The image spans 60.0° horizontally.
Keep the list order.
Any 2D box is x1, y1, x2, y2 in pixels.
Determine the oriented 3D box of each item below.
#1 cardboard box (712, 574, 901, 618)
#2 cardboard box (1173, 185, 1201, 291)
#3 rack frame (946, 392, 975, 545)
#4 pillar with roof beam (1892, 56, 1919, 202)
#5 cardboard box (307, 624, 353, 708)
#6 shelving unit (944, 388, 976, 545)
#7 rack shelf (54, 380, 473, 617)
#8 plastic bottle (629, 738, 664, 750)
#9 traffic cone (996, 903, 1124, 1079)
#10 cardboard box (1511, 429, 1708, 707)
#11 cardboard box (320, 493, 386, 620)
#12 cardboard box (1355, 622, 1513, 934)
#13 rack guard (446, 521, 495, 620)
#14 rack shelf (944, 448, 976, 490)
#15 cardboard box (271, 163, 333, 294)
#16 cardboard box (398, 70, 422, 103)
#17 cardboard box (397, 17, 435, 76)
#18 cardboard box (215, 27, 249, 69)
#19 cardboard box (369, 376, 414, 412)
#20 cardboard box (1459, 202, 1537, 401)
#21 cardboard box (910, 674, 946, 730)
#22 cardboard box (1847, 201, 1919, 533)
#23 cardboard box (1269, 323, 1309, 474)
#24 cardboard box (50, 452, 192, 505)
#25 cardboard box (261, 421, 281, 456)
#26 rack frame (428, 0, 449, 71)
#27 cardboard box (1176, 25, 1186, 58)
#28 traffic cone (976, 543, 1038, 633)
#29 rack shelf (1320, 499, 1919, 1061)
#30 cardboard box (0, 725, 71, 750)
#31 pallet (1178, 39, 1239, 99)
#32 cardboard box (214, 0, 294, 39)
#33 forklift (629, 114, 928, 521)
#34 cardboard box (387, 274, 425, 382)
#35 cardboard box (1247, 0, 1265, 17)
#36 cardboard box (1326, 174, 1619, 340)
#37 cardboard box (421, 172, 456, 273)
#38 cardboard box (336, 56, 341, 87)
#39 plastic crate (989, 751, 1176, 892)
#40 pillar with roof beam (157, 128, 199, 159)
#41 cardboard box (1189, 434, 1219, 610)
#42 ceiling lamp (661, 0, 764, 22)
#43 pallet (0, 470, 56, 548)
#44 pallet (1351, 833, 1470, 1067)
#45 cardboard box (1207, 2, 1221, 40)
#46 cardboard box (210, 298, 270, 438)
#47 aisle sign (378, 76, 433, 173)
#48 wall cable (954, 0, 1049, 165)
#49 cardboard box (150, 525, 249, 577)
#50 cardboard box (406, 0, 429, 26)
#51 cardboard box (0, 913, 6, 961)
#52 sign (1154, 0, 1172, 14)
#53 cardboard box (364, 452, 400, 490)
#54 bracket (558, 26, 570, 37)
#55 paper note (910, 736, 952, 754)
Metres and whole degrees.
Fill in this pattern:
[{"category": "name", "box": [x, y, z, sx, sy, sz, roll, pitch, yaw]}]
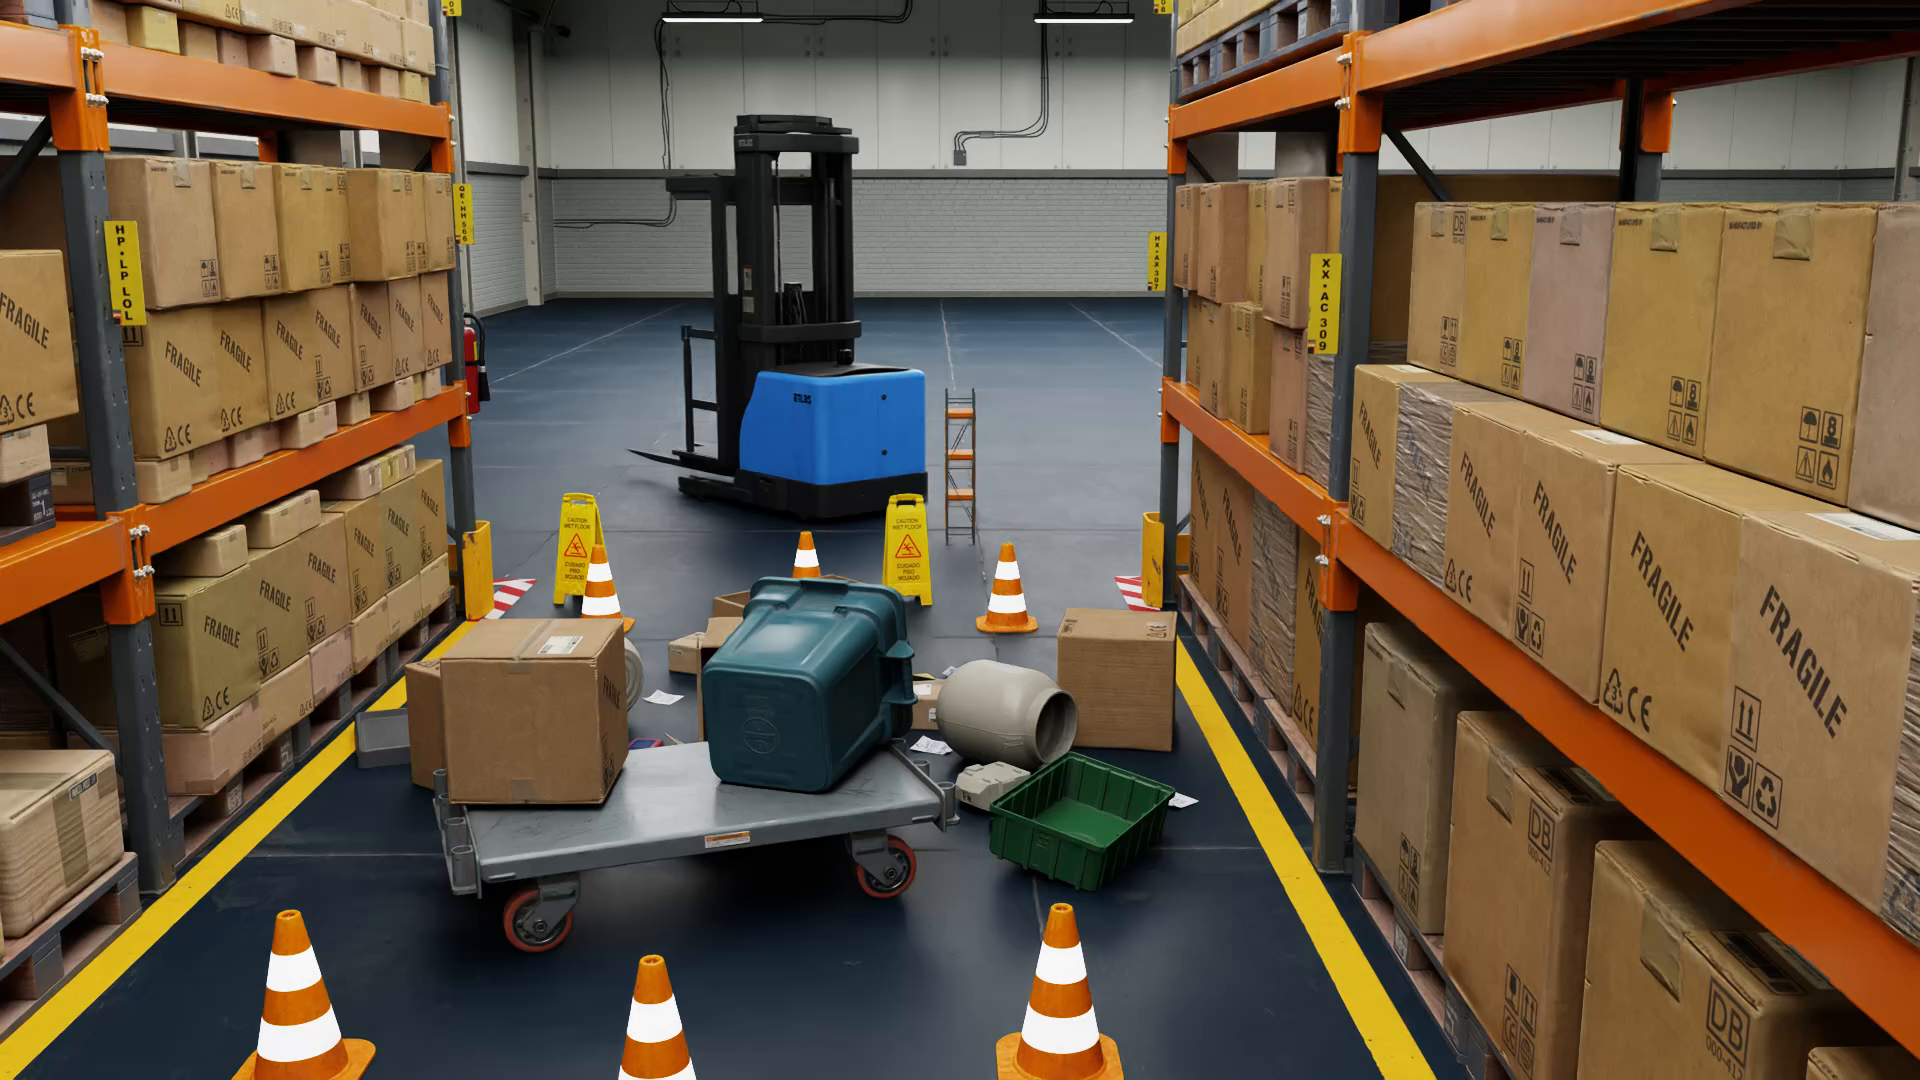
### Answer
[{"category": "cardboard box", "box": [-0.712, 0.494, 7.860, 0.797, 0.503, 0.637, -10, 15, -40]}, {"category": "cardboard box", "box": [1.636, -1.638, 8.995, 0.875, 0.550, 0.550, 0, 11, -1]}, {"category": "rack frame", "box": [0.004, -0.480, 11.283, 0.200, 1.050, 0.008, 0, 11, -1]}, {"category": "pillar with roof beam", "box": [17.441, -9.921, 37.826, 9.100, 9.000, 0.548, 0, 11, -1]}, {"category": "cardboard box", "box": [-2.975, 0.538, 7.220, 0.500, 0.250, 0.500, 0, 11, -2]}, {"category": "shelving unit", "box": [0.001, -0.504, 11.402, 0.215, 1.050, 0.252, 0, 11, -1]}, {"category": "rack shelf", "box": [-3.238, -0.318, 7.394, 1.077, 0.370, 4.000, 0, 11, -1]}, {"category": "plastic bottle", "box": [-1.348, 0.902, 6.957, 0.133, 0.061, 0.283, 2, 12, 9]}, {"category": "traffic cone", "box": [0.268, 1.202, 4.470, 0.336, 0.463, 0.334, 0, 11, -1]}, {"category": "cardboard box", "box": [1.521, 0.043, 3.549, 0.500, 0.500, 0.500, 0, 11, 0]}, {"category": "cardboard box", "box": [-2.985, 0.068, 7.653, 0.500, 0.500, 0.500, -1, 11, -2]}, {"category": "cardboard box", "box": [1.853, 0.706, 5.137, 1.050, 0.750, 0.750, 0, 11, -1]}, {"category": "rack guard", "box": [-3.278, 0.172, 9.456, 1.175, 0.500, 0.348, 0, 11, -1]}, {"category": "rack shelf", "box": [0.001, -0.494, 11.404, 0.215, 0.259, 0.240, 0, 11, -1]}, {"category": "cardboard box", "box": [-2.961, -1.248, 6.653, 0.700, 0.500, 0.500, 0, 11, -2]}, {"category": "cardboard box", "box": [-2.954, -2.296, 8.422, 0.380, 0.149, 0.250, 0, 11, -1]}, {"category": "cardboard box", "box": [-2.999, -2.510, 8.473, 0.500, 0.250, 0.500, 0, 11, -2]}, {"category": "cardboard box", "box": [-2.983, -1.888, 6.406, 0.380, 0.149, 0.250, -1, 11, -3]}, {"category": "cardboard box", "box": [-2.922, -0.720, 8.196, 0.380, 0.149, 0.250, 0, 11, 0]}, {"category": "cardboard box", "box": [1.779, -0.652, 4.462, 0.700, 0.500, 0.500, 0, 11, -2]}, {"category": "cardboard box", "box": [-0.127, 0.692, 7.481, 0.396, 0.266, 0.258, 2, 12, 9]}, {"category": "cardboard box", "box": [1.822, -0.248, 2.469, 0.700, 0.500, 0.500, 0, 11, -2]}, {"category": "cardboard box", "box": [1.697, -0.570, 6.447, 0.875, 0.550, 0.550, 0, 11, -1]}, {"category": "cardboard box", "box": [-2.883, -0.214, 5.703, 0.380, 0.149, 0.250, 0, 11, -1]}, {"category": "cardboard box", "box": [-2.983, -0.419, 6.713, 0.380, 0.149, 0.250, 0, 11, -1]}, {"category": "rack frame", "box": [-3.279, -4.009, 8.686, 1.000, 3.000, 0.127, 0, 11, -1]}, {"category": "cardboard box", "box": [1.354, -2.641, 8.814, 0.380, 0.149, 0.250, 0, 11, -1]}, {"category": "traffic cone", "box": [0.259, 0.246, 9.184, 0.336, 0.463, 0.334, 0, 11, -1]}, {"category": "rack shelf", "box": [1.791, 0.436, 3.674, 1.077, 0.370, 4.000, 0, 11, -1]}, {"category": "cardboard box", "box": [-3.478, 0.752, 6.168, 0.500, 0.250, 0.500, 0, 11, 1]}, {"category": "pallet", "box": [1.693, -2.388, 8.465, 1.003, 0.211, 1.213, 0, 11, -1]}, {"category": "cardboard box", "box": [-2.949, -2.106, 6.483, 0.500, 0.250, 0.500, 0, 11, -1]}, {"category": "forklift", "box": [-1.593, -1.809, 13.106, 1.130, 2.935, 3.031, -10, 15, -40]}, {"category": "cardboard box", "box": [-2.987, -1.057, 8.226, 0.500, 0.500, 0.500, 0, 11, -1]}, {"category": "cardboard box", "box": [1.395, -2.240, 6.836, 0.380, 0.149, 0.250, 0, 11, -2]}, {"category": "cardboard box", "box": [1.777, -0.990, 5.802, 0.875, 0.550, 0.550, 0, 11, -1]}, {"category": "cardboard box", "box": [-3.051, -1.653, 8.647, 0.700, 0.500, 0.500, -1, 11, -3]}, {"category": "cardboard box", "box": [-2.994, -2.091, 7.410, 0.380, 0.149, 0.250, -1, 11, -3]}, {"category": "plastic crate", "box": [0.437, 1.007, 5.980, 0.450, 0.188, 0.662, 17, 18, 26]}, {"category": "pillar with roof beam", "box": [-5.073, -6.249, 19.726, 9.100, 9.000, 0.400, 0, 11, -1]}, {"category": "cardboard box", "box": [1.748, -0.139, 8.988, 0.875, 0.875, 0.875, 0, 11, -1]}, {"category": "ceiling lamp", "box": [-4.920, -11.921, 33.005, 2.000, 3.185, 0.800, 0, 11, -1]}, {"category": "pallet", "box": [-3.326, -0.027, 4.630, 1.003, 0.211, 1.213, 0, 11, -1]}, {"category": "pallet", "box": [1.841, 1.206, 5.085, 1.003, 0.211, 1.213, 0, 11, -1]}, {"category": "cardboard box", "box": [1.375, -2.441, 7.824, 0.380, 0.149, 0.250, 0, 11, -1]}, {"category": "cardboard box", "box": [-2.961, -0.657, 6.251, 0.500, 0.500, 0.500, 0, 11, -1]}, {"category": "aisle sign", "box": [-2.991, -2.356, 9.090, 0.394, 0.787, 0.004, 0, 11, -1]}, {"category": "wall cable", "box": [1.004, -12.103, 40.028, 2.305, 6.003, 0.169, 0, 11, -1]}, {"category": "cardboard box", "box": [-2.882, 0.039, 6.163, 0.380, 0.149, 0.250, 0, 11, 0]}, {"category": "cardboard box", "box": [-2.977, -2.740, 8.604, 0.380, 0.149, 0.250, 0, 11, -1]}, {"category": "cardboard box", "box": [-3.165, 1.056, 4.364, 0.950, 0.372, 0.625, 0, 11, 2]}, {"category": "sign", "box": [1.112, -3.045, 9.083, 0.100, 0.325, 0.005, 0, 11, -1]}, {"category": "cardboard box", "box": [-2.925, -0.331, 7.990, 0.380, 0.149, 0.250, 0, 11, 0]}, {"category": "bracket", "box": [-9.451, -12.128, 39.654, 0.235, 0.232, 0.430, 0, 11, -1]}, {"category": "paper note", "box": [-0.107, 0.883, 7.152, 0.172, 0.023, 0.155, 4, 12, 18]}]
